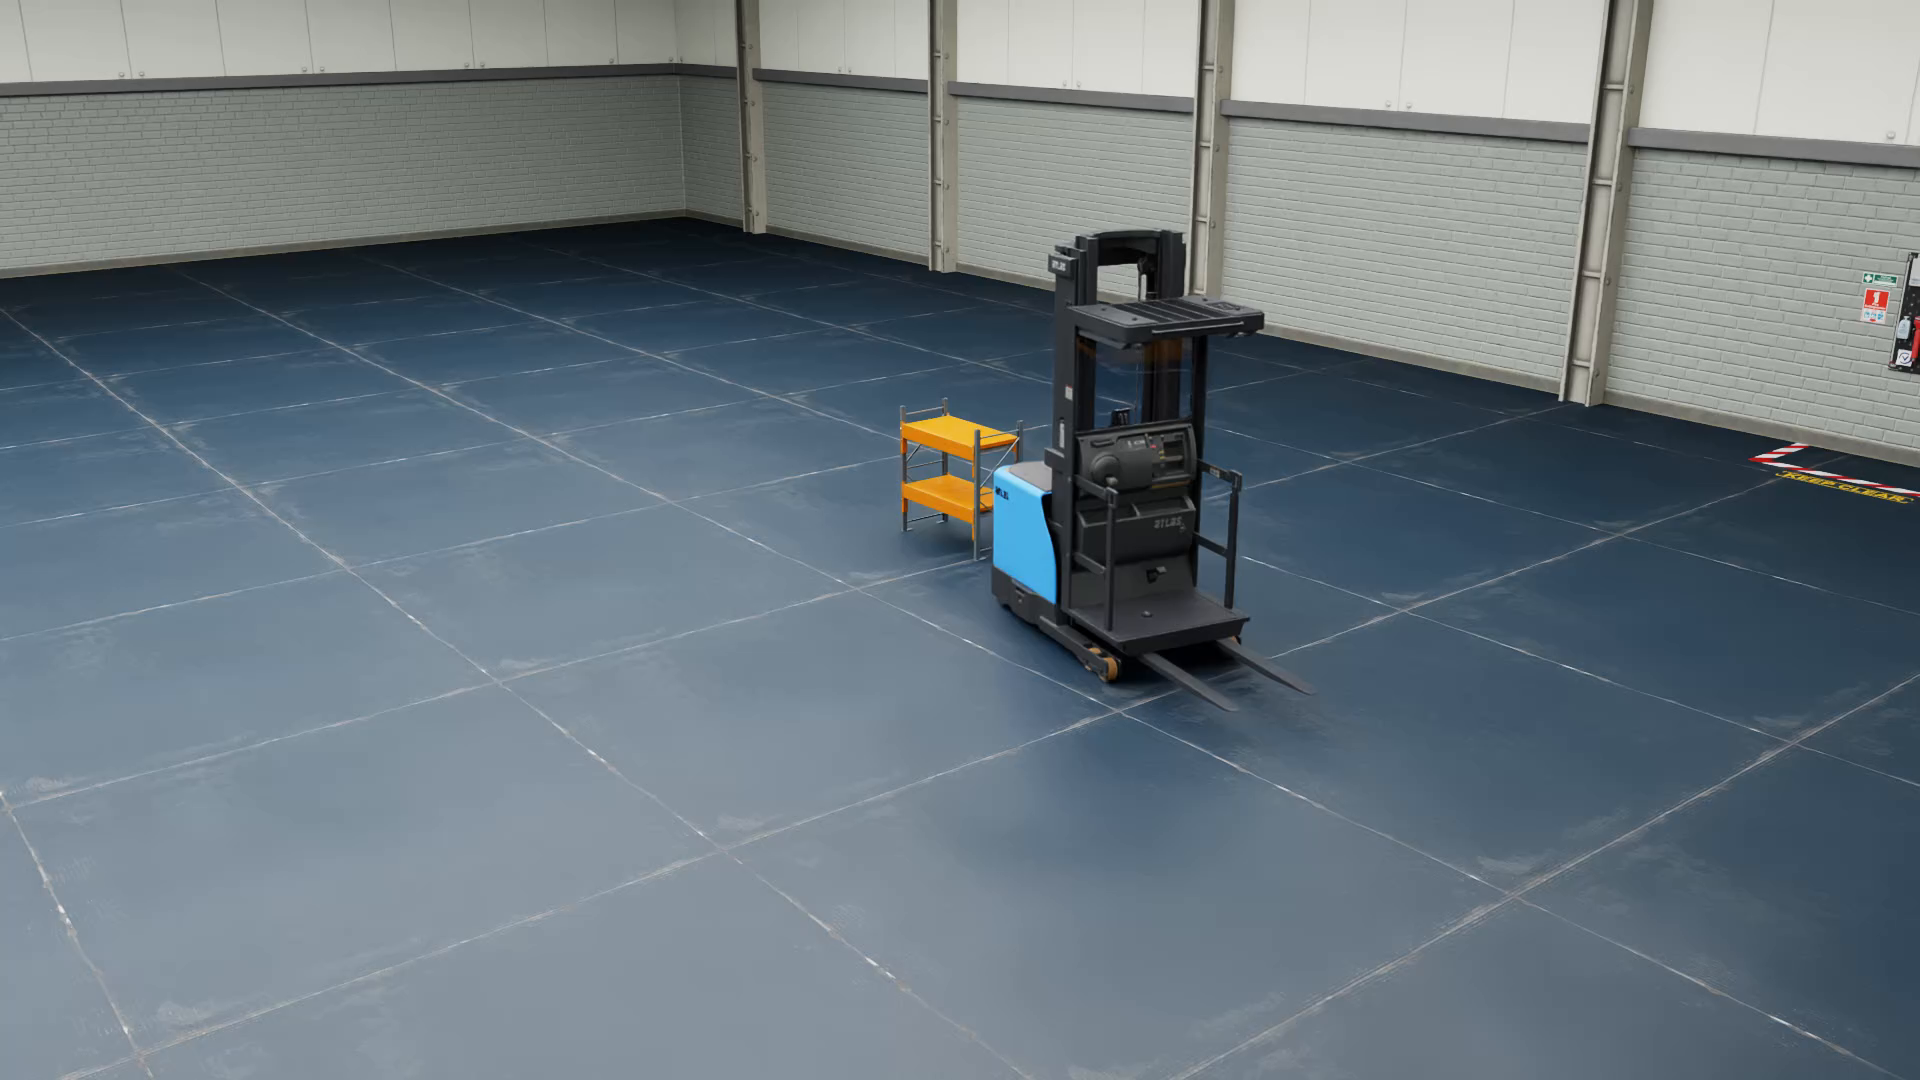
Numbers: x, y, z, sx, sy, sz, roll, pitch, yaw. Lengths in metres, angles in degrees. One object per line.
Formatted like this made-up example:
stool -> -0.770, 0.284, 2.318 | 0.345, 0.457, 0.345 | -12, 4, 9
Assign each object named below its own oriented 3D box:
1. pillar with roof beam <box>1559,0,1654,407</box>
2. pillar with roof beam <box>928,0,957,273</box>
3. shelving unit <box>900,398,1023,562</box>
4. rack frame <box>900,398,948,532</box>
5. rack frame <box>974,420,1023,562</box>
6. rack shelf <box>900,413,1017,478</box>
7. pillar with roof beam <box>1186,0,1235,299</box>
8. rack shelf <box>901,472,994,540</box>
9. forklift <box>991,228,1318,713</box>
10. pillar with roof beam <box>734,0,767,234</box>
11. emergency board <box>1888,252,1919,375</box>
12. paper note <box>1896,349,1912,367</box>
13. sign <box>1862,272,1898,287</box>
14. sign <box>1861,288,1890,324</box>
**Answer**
pillar with roof beam -> 3.792, -5.029, 15.235 | 9.100, 9.000, 0.400 | -14, 23, -36
pillar with roof beam -> -3.659, -7.986, 24.165 | 9.100, 9.000, 0.400 | -14, 23, -36
shelving unit -> 0.004, -0.532, 14.181 | 0.538, 1.125, 1.048 | -14, 23, -36
rack frame -> -0.311, -0.658, 14.559 | 0.500, 1.125, 0.032 | -14, 23, -36
rack frame -> 0.320, -0.407, 13.802 | 0.500, 1.125, 0.032 | -14, 23, -36
rack shelf -> 0.004, -0.810, 14.089 | 0.538, 0.278, 1.000 | -14, 23, -36
pillar with roof beam -> 0.067, -6.508, 19.700 | 9.100, 9.000, 0.400 | -14, 23, -36
rack shelf -> 0.004, -0.300, 14.258 | 0.538, 0.278, 1.000 | -14, 23, -36
forklift -> 1.340, -0.578, 11.445 | 1.130, 2.935, 3.031 | -9, 20, -25
pillar with roof beam -> -7.384, -9.465, 28.630 | 9.100, 9.000, 0.400 | -14, 23, -36
emergency board -> 9.388, -2.159, 16.112 | 0.194, 1.169, 0.643 | -14, 23, -36
paper note -> 9.332, -1.798, 16.423 | 0.016, 0.148, 0.142 | -14, 23, -36
sign -> 9.121, -2.582, 16.487 | 0.001, 0.109, 0.331 | -14, 23, -36
sign -> 9.125, -2.333, 16.579 | 0.001, 0.329, 0.234 | -14, 23, -36
